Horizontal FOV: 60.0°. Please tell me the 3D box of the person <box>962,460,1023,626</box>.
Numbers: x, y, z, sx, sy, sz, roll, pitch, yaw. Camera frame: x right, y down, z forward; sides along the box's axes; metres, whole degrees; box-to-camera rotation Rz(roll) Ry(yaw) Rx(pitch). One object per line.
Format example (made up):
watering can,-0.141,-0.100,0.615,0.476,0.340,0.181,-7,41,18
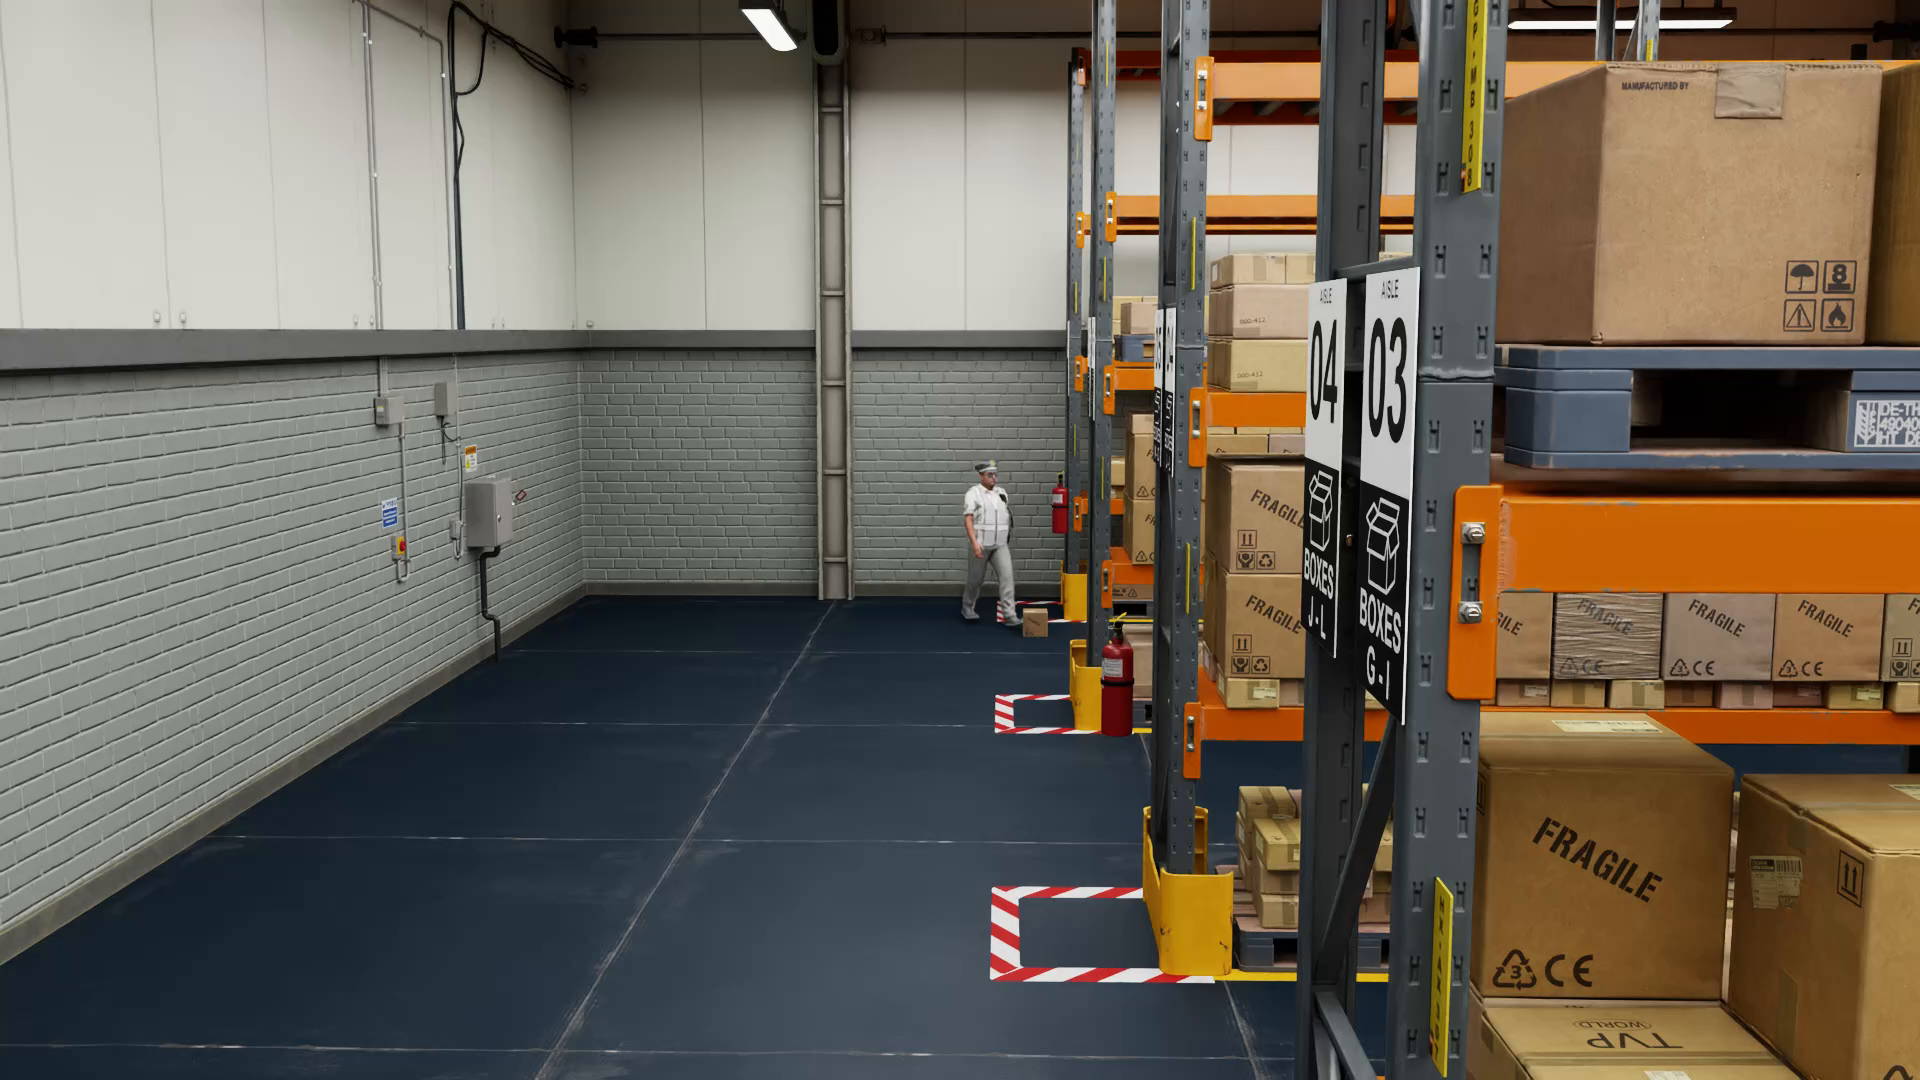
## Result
person,0.314,0.032,17.432,0.539,1.733,0.932,-3,8,-23
